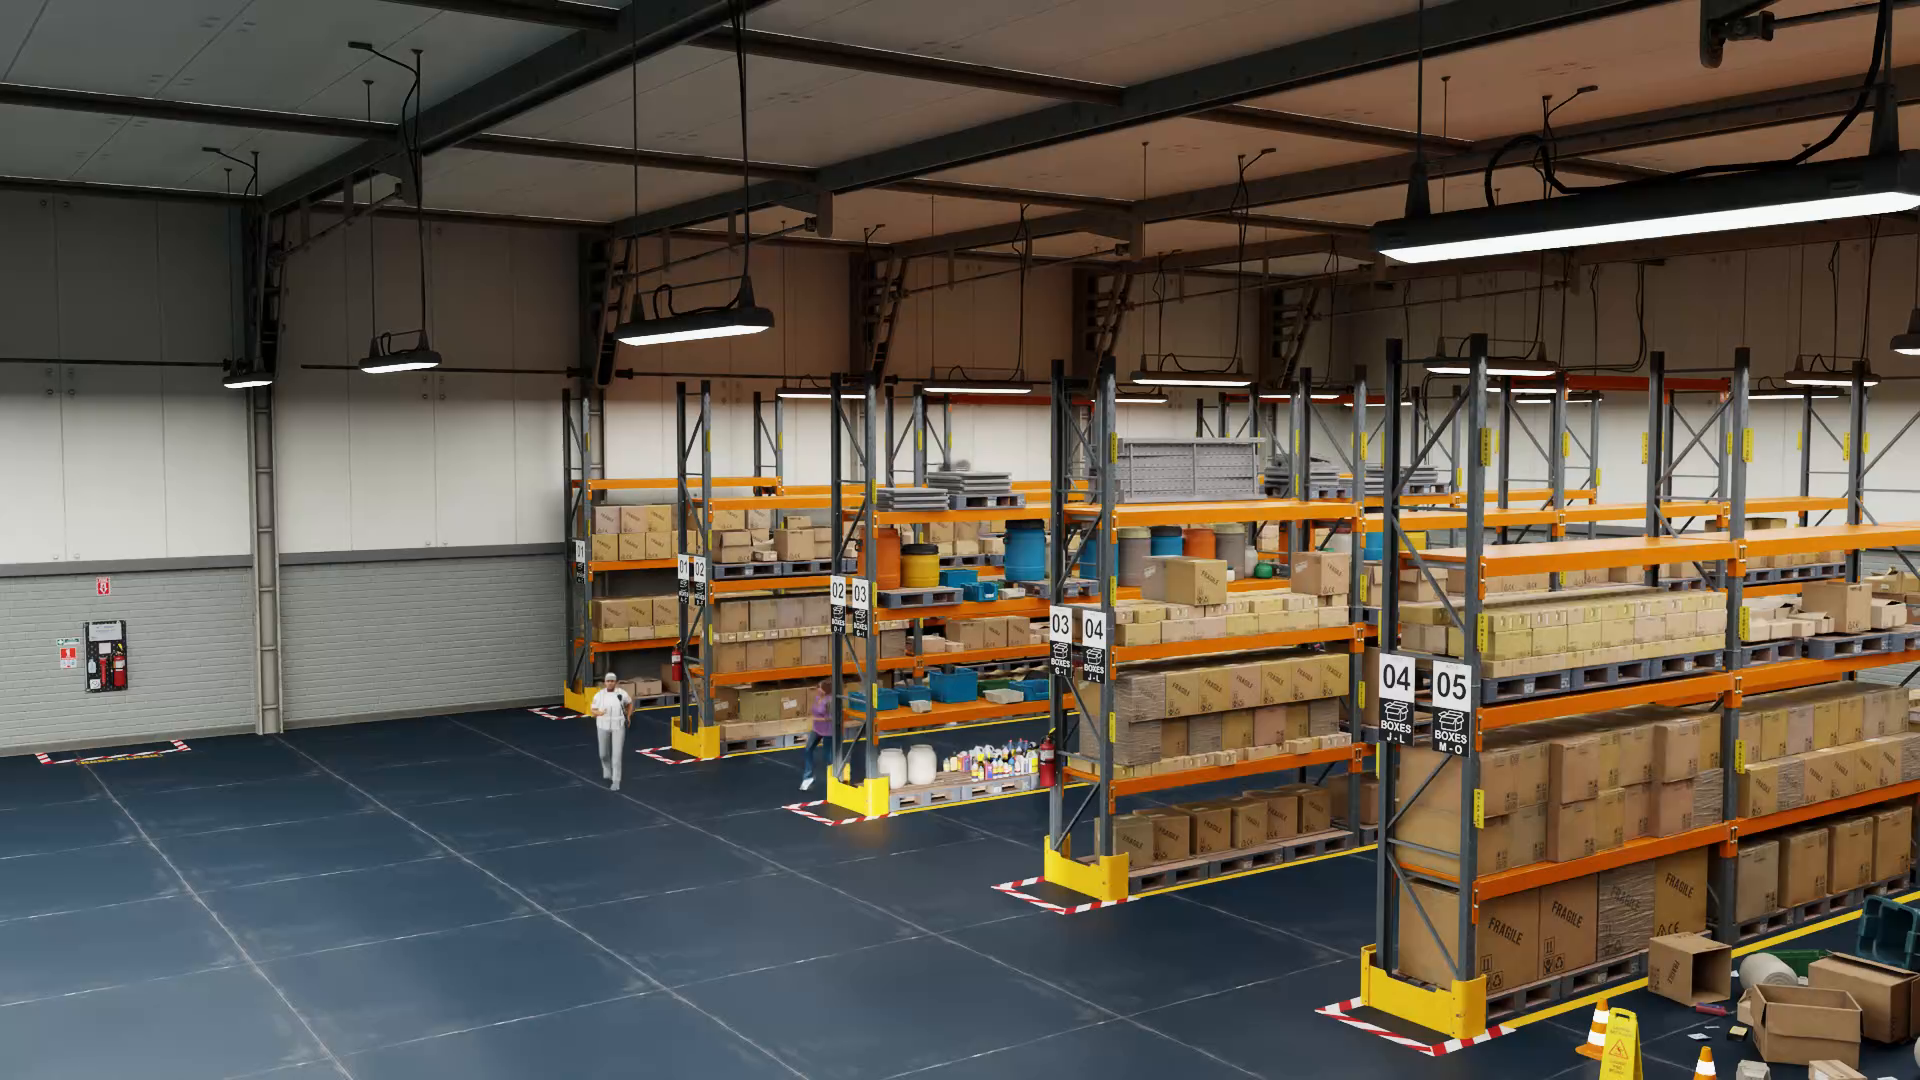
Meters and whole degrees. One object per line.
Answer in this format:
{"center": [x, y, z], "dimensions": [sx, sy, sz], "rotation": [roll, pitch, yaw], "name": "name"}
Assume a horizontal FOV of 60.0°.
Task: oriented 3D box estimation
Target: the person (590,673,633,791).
{"center": [-5.089, 2.758, 24.289], "dimensions": [0.607, 1.651, 0.941], "rotation": [0, 4, -7], "name": "person"}

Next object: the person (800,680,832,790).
{"center": [-1.945, 2.831, 24.253], "dimensions": [0.539, 1.627, 0.740], "rotation": [4, 5, 44], "name": "person"}
